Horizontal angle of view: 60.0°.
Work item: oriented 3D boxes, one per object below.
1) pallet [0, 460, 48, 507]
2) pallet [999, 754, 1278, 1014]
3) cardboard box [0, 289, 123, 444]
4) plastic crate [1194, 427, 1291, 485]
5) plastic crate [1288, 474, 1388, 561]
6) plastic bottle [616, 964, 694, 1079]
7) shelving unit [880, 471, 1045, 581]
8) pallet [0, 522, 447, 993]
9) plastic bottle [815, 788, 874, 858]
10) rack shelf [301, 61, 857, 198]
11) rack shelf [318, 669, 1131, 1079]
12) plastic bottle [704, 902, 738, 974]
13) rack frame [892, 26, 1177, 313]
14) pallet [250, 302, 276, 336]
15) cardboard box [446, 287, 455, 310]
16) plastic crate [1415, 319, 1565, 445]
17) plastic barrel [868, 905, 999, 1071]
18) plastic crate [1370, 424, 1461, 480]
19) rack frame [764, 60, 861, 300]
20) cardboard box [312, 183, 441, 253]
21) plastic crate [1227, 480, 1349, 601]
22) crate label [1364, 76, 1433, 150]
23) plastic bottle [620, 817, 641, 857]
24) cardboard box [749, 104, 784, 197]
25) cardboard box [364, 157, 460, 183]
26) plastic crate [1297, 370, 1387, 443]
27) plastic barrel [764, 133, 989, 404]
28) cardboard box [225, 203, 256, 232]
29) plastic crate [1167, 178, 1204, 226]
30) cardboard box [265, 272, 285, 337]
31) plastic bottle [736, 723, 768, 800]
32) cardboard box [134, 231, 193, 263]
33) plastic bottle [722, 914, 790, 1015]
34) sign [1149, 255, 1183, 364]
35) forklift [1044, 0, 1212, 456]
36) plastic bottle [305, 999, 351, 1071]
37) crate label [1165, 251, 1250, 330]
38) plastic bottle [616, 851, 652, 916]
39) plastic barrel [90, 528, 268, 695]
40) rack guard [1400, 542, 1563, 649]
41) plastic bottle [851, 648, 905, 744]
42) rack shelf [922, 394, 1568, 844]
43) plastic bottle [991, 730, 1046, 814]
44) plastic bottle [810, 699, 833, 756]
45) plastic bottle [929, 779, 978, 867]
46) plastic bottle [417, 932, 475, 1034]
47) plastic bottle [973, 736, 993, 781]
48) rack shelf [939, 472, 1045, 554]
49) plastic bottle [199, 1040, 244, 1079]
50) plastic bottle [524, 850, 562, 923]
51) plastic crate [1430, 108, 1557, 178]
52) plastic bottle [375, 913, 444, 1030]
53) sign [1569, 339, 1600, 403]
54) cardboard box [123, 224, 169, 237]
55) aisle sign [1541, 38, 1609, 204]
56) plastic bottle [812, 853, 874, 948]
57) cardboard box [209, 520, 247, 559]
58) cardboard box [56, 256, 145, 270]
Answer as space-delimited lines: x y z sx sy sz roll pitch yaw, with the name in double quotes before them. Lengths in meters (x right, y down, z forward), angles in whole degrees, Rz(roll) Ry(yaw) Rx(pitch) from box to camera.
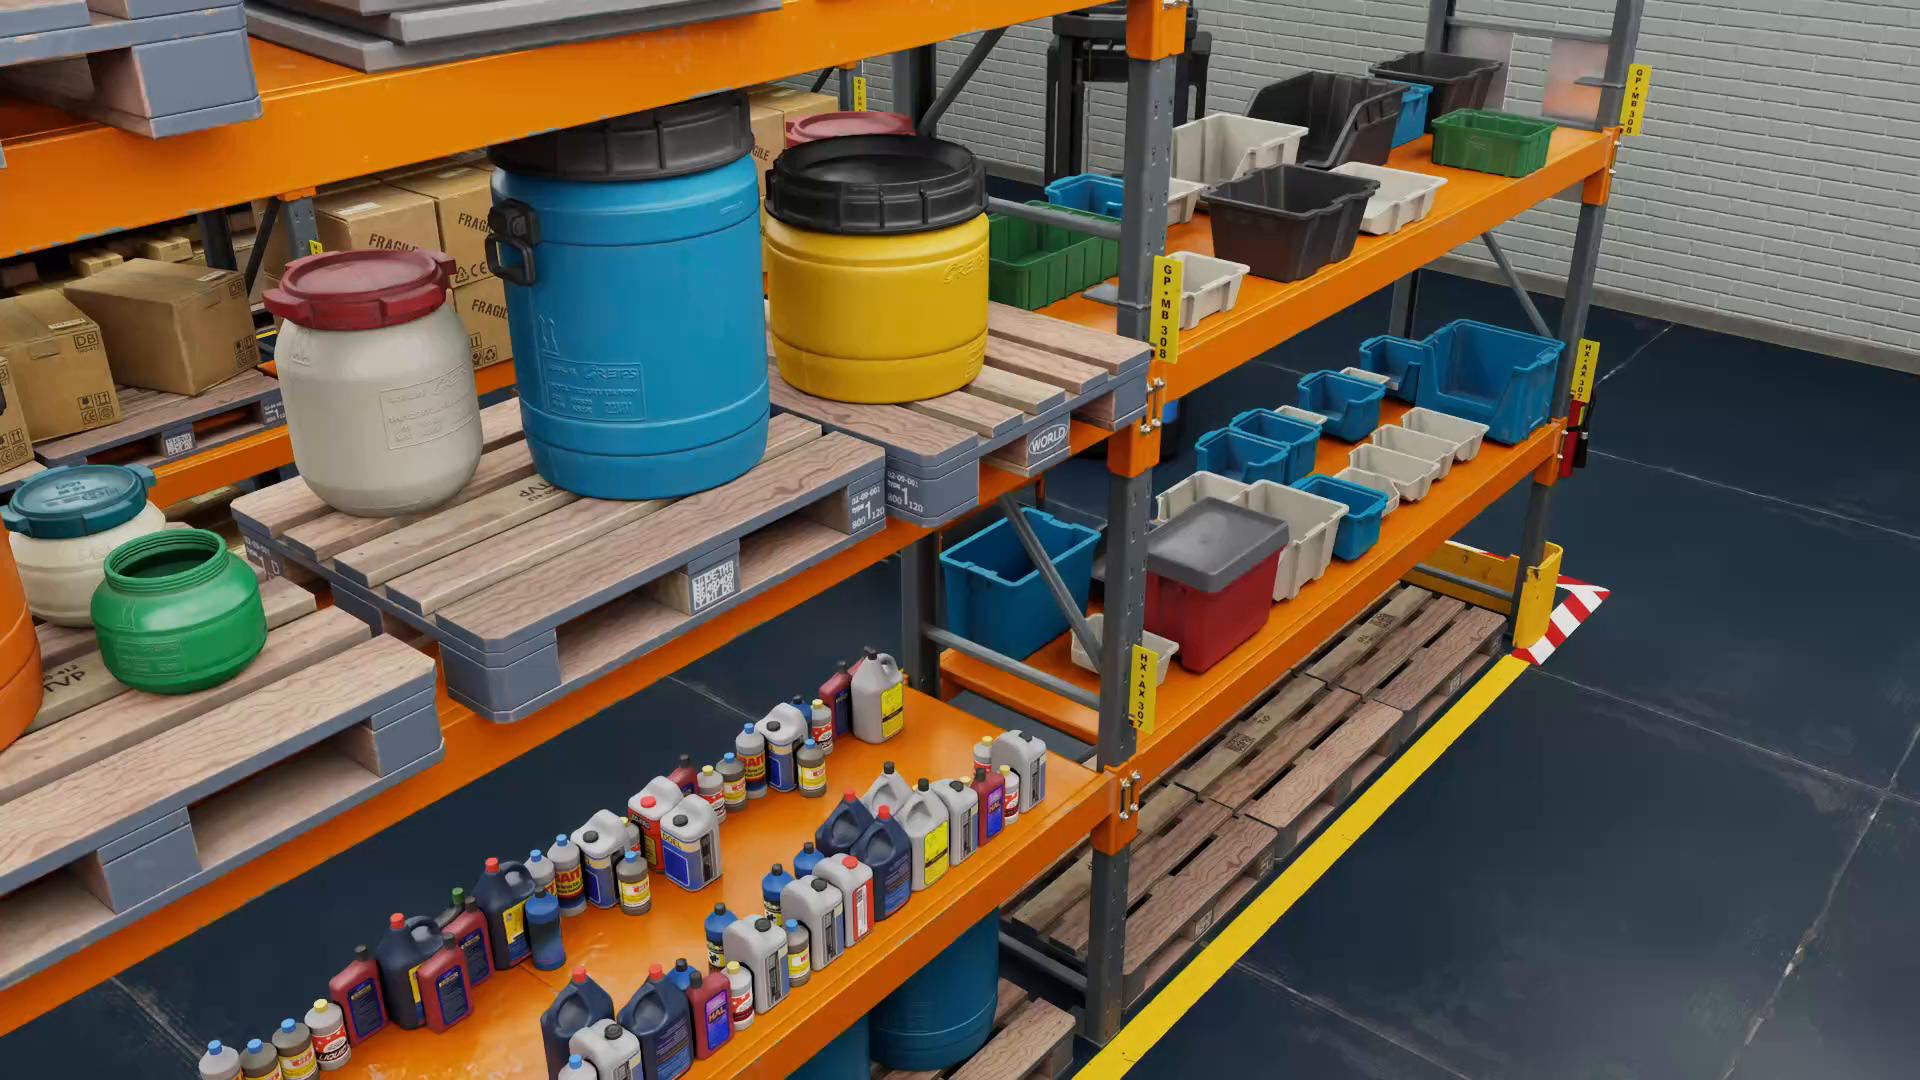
"pallet" -4.928 -0.162 7.507 1.003 0.211 1.213 21 34 34
"pallet" 0.641 1.441 7.234 1.003 0.211 1.213 21 34 34
"cardboard box" -4.479 -0.840 8.044 0.500 0.500 0.700 -22 35 -36
"plastic crate" 1.308 -0.331 7.743 0.416 0.233 0.300 21 34 34
"plastic crate" 1.639 -0.093 7.282 0.416 0.233 0.300 21 34 34
"plastic bottle" -0.830 1.309 4.509 0.144 0.351 0.185 21 34 34
"shelving unit" 0.004 -0.502 9.996 0.538 1.125 1.048 21 34 34
"pallet" -1.779 0.402 3.150 1.003 0.211 1.213 21 34 34
"plastic bottle" -0.358 0.942 5.219 0.144 0.351 0.185 21 34 34
"rack shelf" -2.345 -2.696 9.716 1.077 0.370 4.000 21 34 34
"rack shelf" -1.069 1.503 4.862 1.077 0.370 4.000 21 34 34
"plastic bottle" -0.693 1.174 4.855 0.097 0.271 0.097 0 27 0
"rack frame" 0.203 -2.190 4.689 1.000 3.000 0.127 21 34 34
"pallet" -6.122 -1.863 13.622 1.003 0.211 1.213 21 34 34
"cardboard box" -3.082 -1.120 9.041 0.500 0.500 0.500 22 34 36
"plastic crate" 2.678 -0.813 8.452 0.616 0.435 0.499 21 34 34
"plastic barrel" -0.156 1.408 6.090 0.600 0.901 0.708 21 34 34
"plastic crate" 2.173 -0.412 8.004 0.396 0.136 0.243 21 34 34
"rack frame" -1.073 -2.393 11.610 1.000 3.000 0.127 21 34 34
"cardboard box" -3.100 -1.548 8.780 0.500 0.500 0.500 22 34 36
"plastic crate" 1.316 0.013 7.024 0.437 0.282 0.530 21 34 34
"crate label" 1.911 -1.977 7.704 0.408 0.251 0.502 21 34 34
"plastic bottle" -1.069 0.977 5.313 0.097 0.201 0.097 0 27 0
"cardboard box" -1.464 -2.463 10.550 0.500 0.500 0.500 22 34 36
"cardboard box" -3.171 -1.900 9.462 0.500 0.500 0.500 20 33 33
"plastic crate" 1.917 -0.671 8.400 0.416 0.233 0.300 21 34 34
"plastic barrel" -0.221 -0.745 4.499 0.600 0.588 0.600 0 27 0
"cardboard box" -5.983 -2.670 13.704 0.380 0.149 0.250 21 34 35
"plastic crate" 0.718 -1.303 6.526 0.293 0.136 0.466 21 34 34
"cardboard box" -3.497 -1.271 9.333 0.500 0.500 0.500 21 34 35
"plastic bottle" -0.713 0.747 5.681 0.097 0.271 0.097 0 27 0
"cardboard box" -6.196 -2.274 12.938 0.380 0.149 0.250 20 33 33
"plastic bottle" -0.585 1.202 4.796 0.152 0.276 0.135 21 34 34
"sign" 0.626 -0.700 5.065 0.100 0.325 0.005 21 34 34
"forklift" 1.175 -2.518 11.928 1.130 2.935 3.031 4 28 8
"plastic bottle" -1.746 1.354 4.584 0.097 0.201 0.097 0 27 0
"crate label" 0.737 -0.830 5.611 0.293 0.136 0.466 21 34 34
"plastic bottle" -1.014 1.056 5.160 0.097 0.201 0.097 0 27 0
"plastic barrel" -1.490 0.135 3.173 0.294 0.245 0.294 0 27 0
"rack guard" 2.752 0.154 9.407 1.175 0.500 0.348 21 34 34
"plastic bottle" -0.297 0.541 5.993 0.144 0.351 0.185 21 34 34
"rack shelf" 1.475 0.085 7.604 1.077 0.370 4.000 21 34 34
"plastic bottle" 0.202 0.764 5.644 0.152 0.276 0.135 21 34 34
"plastic bottle" -0.504 0.662 5.922 0.097 0.201 0.097 0 27 0
"plastic bottle" -0.031 0.894 5.393 0.152 0.276 0.135 21 34 34
"plastic bottle" -1.457 1.248 4.700 0.061 0.283 0.133 21 34 34
"plastic bottle" 0.094 0.767 5.718 0.097 0.201 0.097 0 27 0
"rack shelf" 0.004 -0.285 10.109 0.538 0.278 1.000 21 34 34
"plastic bottle" -1.931 1.426 4.368 0.097 0.271 0.097 0 27 0
"plastic bottle" -1.279 1.063 5.071 0.097 0.271 0.097 0 27 0
"plastic crate" 2.340 -1.749 7.331 0.450 0.188 0.336 21 34 34
"plastic bottle" -1.553 1.197 4.725 0.144 0.351 0.185 21 34 34
"sign" 3.182 -0.861 8.472 0.100 0.325 0.005 21 34 34
"cardboard box" -6.470 -2.397 13.177 0.380 0.149 0.250 21 34 35
"aisle sign" 3.019 -2.038 8.096 0.394 0.787 0.004 21 34 34
"plastic bottle" -0.352 1.072 5.048 0.152 0.276 0.135 21 34 34
"cardboard box" -3.710 0.199 8.842 0.500 0.500 0.500 21 34 34
"cardboard box" -6.565 -1.909 12.940 0.700 0.500 0.500 20 34 34
